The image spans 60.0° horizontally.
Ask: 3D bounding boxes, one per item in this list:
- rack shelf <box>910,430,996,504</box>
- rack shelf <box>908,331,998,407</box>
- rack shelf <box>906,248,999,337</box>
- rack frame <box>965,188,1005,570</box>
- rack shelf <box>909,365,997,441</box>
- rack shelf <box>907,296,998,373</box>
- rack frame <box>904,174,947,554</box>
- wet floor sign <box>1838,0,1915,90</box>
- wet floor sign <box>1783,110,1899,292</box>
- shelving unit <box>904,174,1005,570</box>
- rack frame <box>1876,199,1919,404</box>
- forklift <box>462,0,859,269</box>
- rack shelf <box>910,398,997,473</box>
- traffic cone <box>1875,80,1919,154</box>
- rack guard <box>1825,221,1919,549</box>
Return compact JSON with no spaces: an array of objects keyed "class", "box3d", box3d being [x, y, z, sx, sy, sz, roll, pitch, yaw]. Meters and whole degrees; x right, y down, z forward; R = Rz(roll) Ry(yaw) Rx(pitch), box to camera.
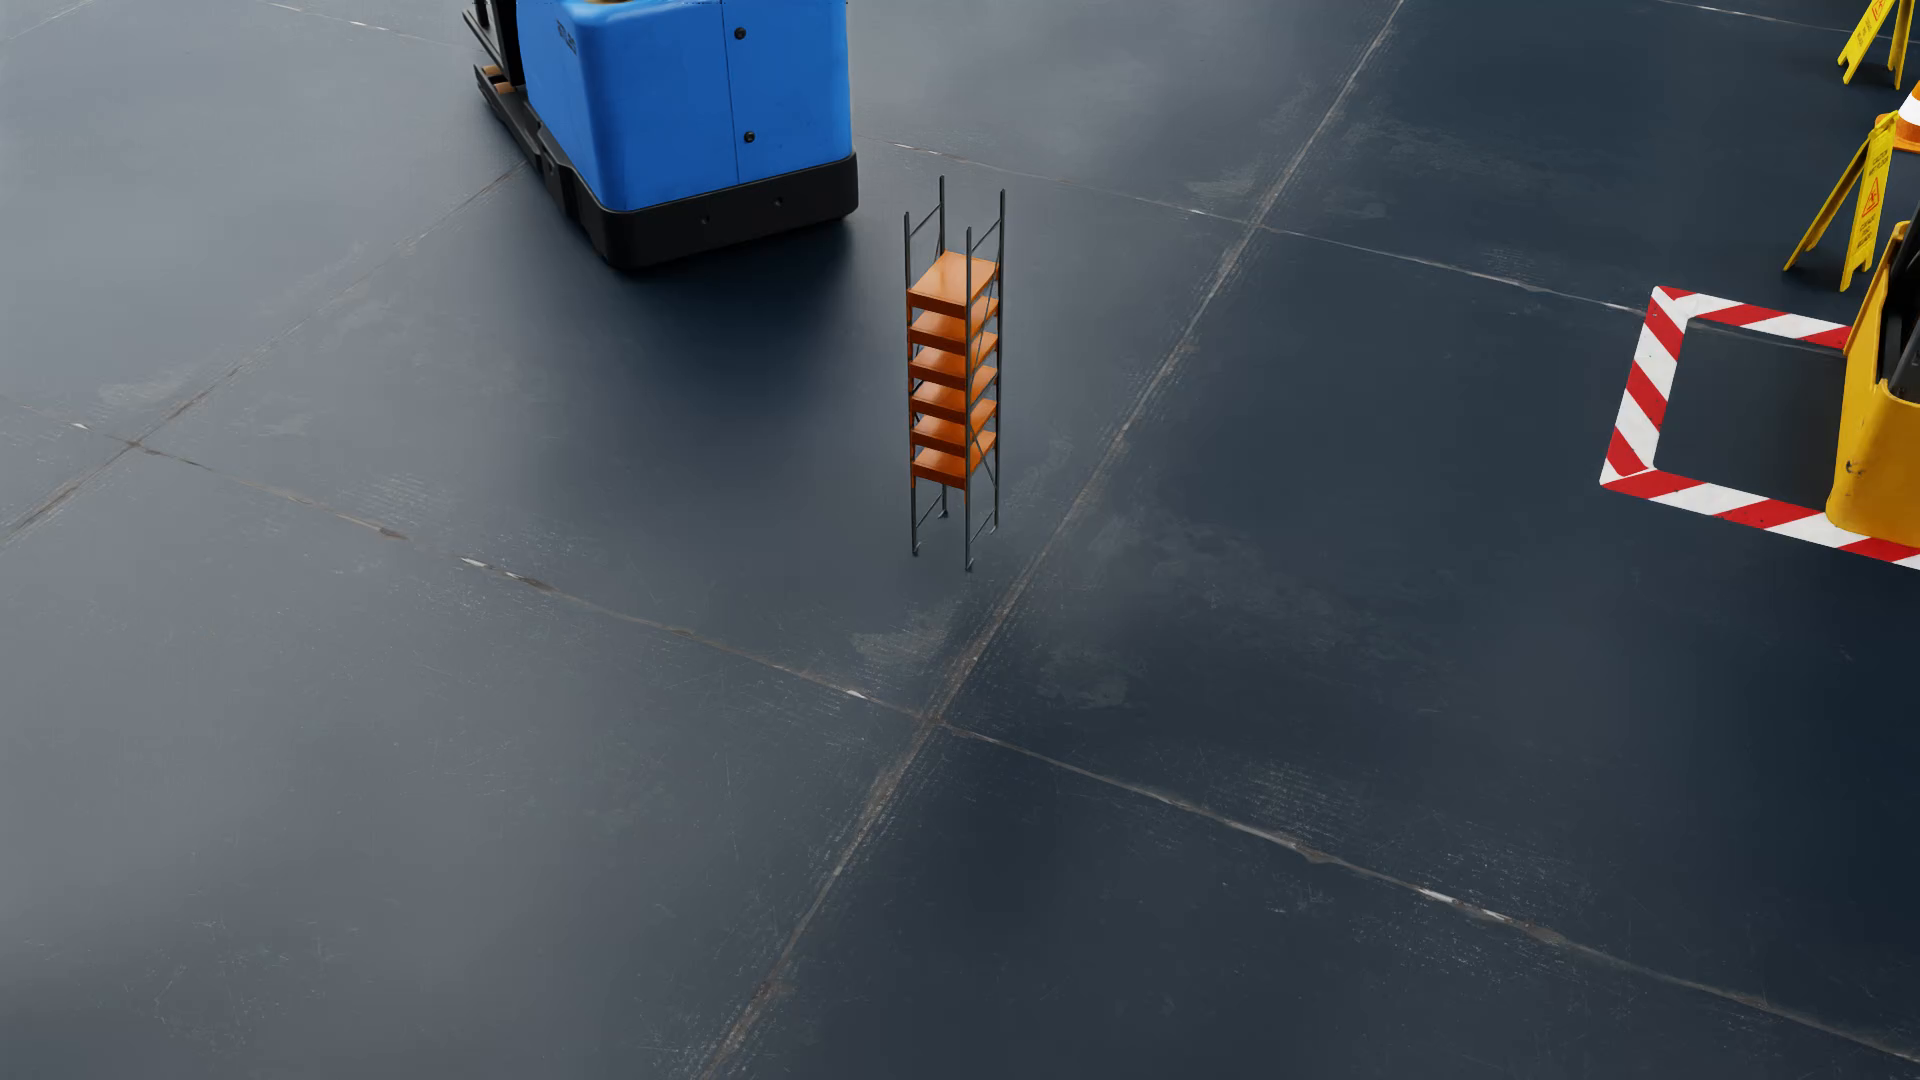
[{"class":"rack shelf","box3d":[-0.013,-0.242,5.048,0.180,0.103,0.258,17,44,19]},{"class":"rack shelf","box3d":[-0.013,-0.514,4.812,0.180,0.103,0.258,17,44,19]},{"class":"rack shelf","box3d":[-0.013,-0.696,4.655,0.180,0.103,0.258,17,44,19]},{"class":"rack frame","box3d":[0.070,-0.432,4.832,0.006,1.200,0.240,17,44,19]},{"class":"rack shelf","box3d":[-0.013,-0.424,4.891,0.180,0.103,0.258,17,44,19]},{"class":"rack shelf","box3d":[-0.013,-0.605,4.734,0.180,0.103,0.258,17,44,19]},{"class":"rack frame","box3d":[-0.096,-0.483,4.891,0.006,1.200,0.240,17,44,19]},{"class":"wet floor sign","box3d":[4.230,-2.411,7.539,0.232,0.644,0.267,10,42,11]},{"class":"wet floor sign","box3d":[3.373,-1.300,6.257,0.267,0.644,0.232,-33,51,-32]},{"class":"shelving unit","box3d":[-0.013,-0.457,4.862,0.189,1.200,0.258,17,44,19]},{"class":"rack frame","box3d":[3.093,-1.502,4.693,0.127,3.000,1.000,17,44,19]},{"class":"forklift","box3d":[-1.533,-3.099,6.588,1.130,2.935,3.031,-19,44,-20]},{"class":"rack shelf","box3d":[-0.013,-0.333,4.969,0.180,0.103,0.258,17,44,19]},{"class":"traffic cone","box3d":[4.189,-1.943,7.138,0.334,0.463,0.336,17,44,19]},{"class":"rack guard","box3d":[3.161,-0.536,5.487,0.348,0.500,1.175,17,44,19]}]
